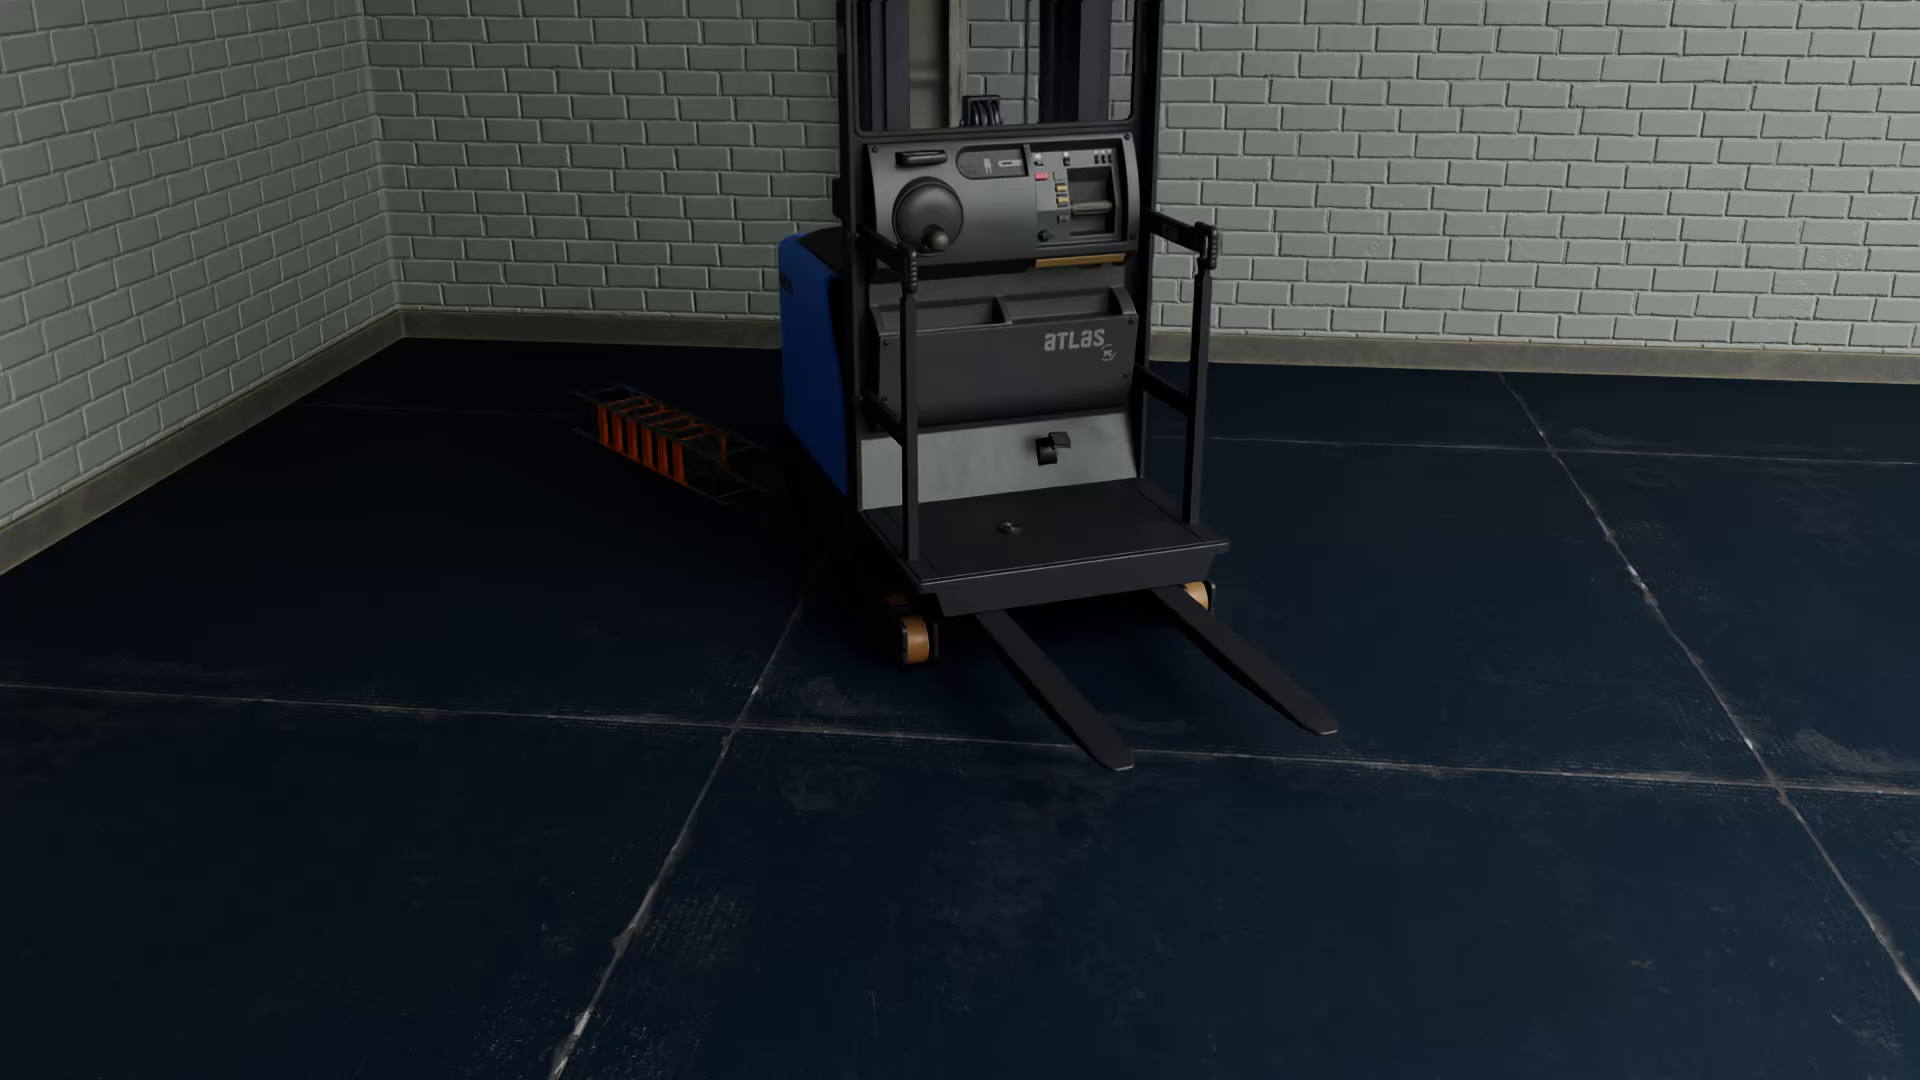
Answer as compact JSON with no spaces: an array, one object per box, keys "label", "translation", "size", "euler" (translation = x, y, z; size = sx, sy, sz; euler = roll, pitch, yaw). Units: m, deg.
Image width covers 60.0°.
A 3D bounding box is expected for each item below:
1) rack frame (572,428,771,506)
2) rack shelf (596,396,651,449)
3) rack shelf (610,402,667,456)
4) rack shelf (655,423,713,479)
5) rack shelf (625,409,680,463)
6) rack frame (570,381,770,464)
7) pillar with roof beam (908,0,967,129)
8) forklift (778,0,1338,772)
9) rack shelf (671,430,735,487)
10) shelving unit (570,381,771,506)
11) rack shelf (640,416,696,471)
[{"label":"rack frame","translation":[-1.280,-0.353,7.264],"size":[0.240,0.006,1.200],"euler":[-18,30,-39]},{"label":"rack shelf","translation":[-1.489,-0.532,7.442],"size":[0.258,0.180,0.103],"euler":[-18,30,-39]},{"label":"rack shelf","translation":[-1.409,-0.496,7.361],"size":[0.258,0.180,0.103],"euler":[-18,30,-39]},{"label":"rack shelf","translation":[-1.167,-0.387,7.117],"size":[0.258,0.180,0.103],"euler":[-18,30,-39]},{"label":"rack shelf","translation":[-1.328,-0.460,7.280],"size":[0.258,0.180,0.103],"euler":[-18,30,-39]},{"label":"rack frame","translation":[-1.276,-0.521,7.193],"size":[0.240,0.006,1.200],"euler":[-18,30,-39]},{"label":"pillar with roof beam","translation":[-0.688,-3.577,3.247],"size":[0.400,9.000,9.100],"euler":[2,22,6]},{"label":"forklift","translation":[0.224,-1.123,5.294],"size":[1.130,2.935,3.031],"euler":[-7,23,-18]},{"label":"rack shelf","translation":[-1.087,-0.351,7.036],"size":[0.258,0.180,0.103],"euler":[-18,30,-39]},{"label":"shelving unit","translation":[-1.278,-0.437,7.229],"size":[0.258,0.189,1.200],"euler":[-18,30,-39]},{"label":"rack shelf","translation":[-1.248,-0.423,7.198],"size":[0.258,0.180,0.103],"euler":[-18,30,-39]}]
